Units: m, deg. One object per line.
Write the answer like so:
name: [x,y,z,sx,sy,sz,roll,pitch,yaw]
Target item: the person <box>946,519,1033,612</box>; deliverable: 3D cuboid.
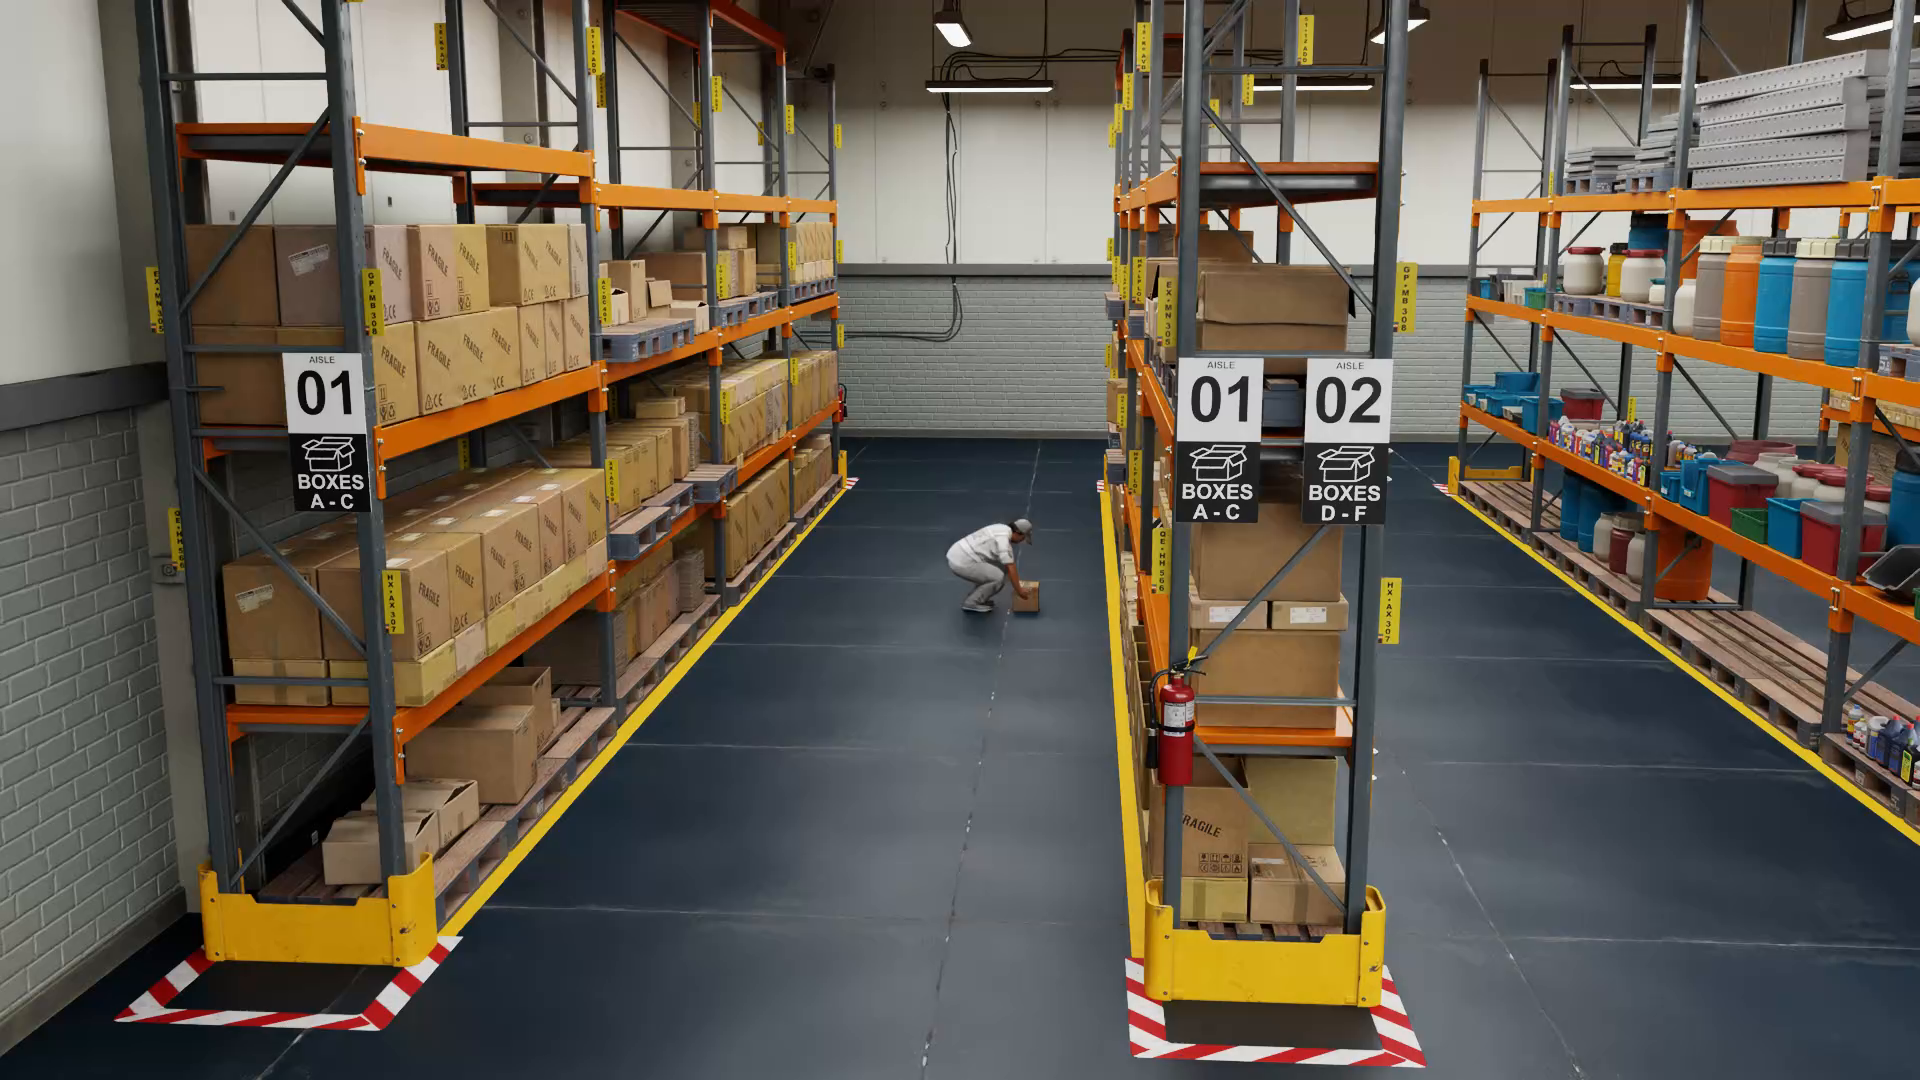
person: [0.298,0.241,16.697,0.858,0.907,0.523,1,11,4]
